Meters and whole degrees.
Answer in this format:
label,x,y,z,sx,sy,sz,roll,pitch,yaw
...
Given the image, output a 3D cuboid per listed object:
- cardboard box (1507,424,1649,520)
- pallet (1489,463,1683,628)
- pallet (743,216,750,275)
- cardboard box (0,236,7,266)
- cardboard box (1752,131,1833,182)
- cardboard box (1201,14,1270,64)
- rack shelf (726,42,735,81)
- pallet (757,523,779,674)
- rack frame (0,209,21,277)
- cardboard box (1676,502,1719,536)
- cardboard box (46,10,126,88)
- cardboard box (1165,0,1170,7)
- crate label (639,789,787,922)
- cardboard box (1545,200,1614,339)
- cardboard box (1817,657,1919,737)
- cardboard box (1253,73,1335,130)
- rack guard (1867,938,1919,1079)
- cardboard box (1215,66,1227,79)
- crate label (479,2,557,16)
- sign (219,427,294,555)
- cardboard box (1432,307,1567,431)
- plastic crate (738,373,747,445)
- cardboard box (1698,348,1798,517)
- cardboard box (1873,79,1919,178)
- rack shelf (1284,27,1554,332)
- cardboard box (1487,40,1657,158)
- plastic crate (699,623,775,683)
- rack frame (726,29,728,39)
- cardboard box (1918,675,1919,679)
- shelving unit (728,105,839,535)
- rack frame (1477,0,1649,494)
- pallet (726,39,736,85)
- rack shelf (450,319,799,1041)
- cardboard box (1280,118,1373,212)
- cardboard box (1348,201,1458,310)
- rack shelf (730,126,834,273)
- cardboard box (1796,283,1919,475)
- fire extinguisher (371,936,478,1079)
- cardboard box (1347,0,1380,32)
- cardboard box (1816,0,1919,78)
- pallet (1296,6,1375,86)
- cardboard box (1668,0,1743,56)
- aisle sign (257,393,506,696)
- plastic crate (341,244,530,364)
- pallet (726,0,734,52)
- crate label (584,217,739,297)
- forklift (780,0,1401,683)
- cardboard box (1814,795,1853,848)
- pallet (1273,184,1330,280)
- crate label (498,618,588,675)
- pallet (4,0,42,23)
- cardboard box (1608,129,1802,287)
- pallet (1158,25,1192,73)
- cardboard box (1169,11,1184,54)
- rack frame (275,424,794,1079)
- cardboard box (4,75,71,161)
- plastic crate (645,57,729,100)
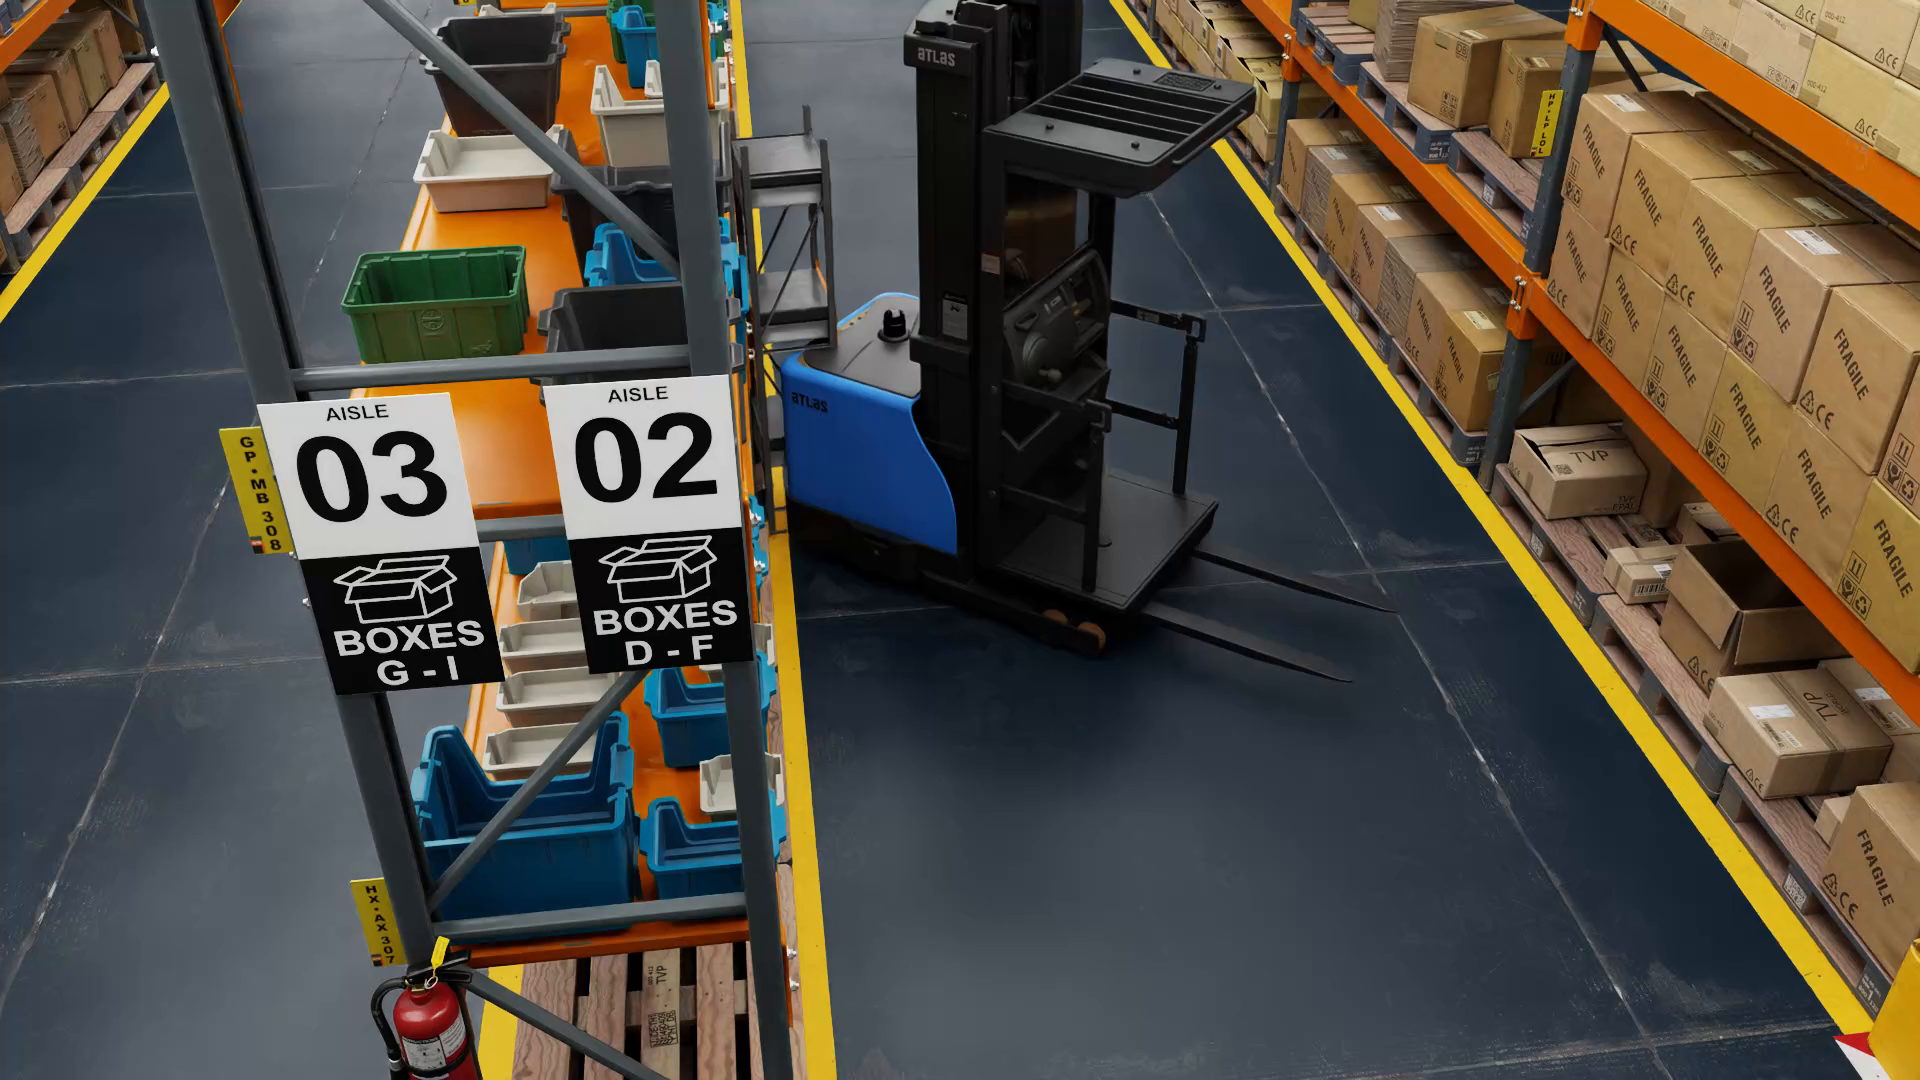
label,x,y,z,sx,sy,sz,roll,pitch,yaw
cardboard box,3.212,-0.386,8.649,0.500,0.311,0.500,-4,35,-6
pallet,3.461,-0.030,8.607,1.003,0.211,1.213,-4,35,-6
pallet,-1.930,-1.836,11.256,1.003,0.211,1.213,-4,35,-6
cardboard box,-6.913,-1.959,10.474,1.225,0.875,0.875,-6,35,-9
cardboard box,3.766,-1.472,7.270,0.500,0.500,0.500,-5,35,-7
cardboard box,2.310,-4.192,13.808,0.500,0.311,0.500,-3,34,-5
rack shelf,-2.346,-4.244,12.952,1.077,0.370,4.000,-4,35,-6
pallet,-1.402,0.367,8.024,1.003,0.211,1.213,-4,35,-6
rack frame,-6.985,-3.050,10.561,1.000,3.000,0.127,-4,35,-6
cardboard box,3.837,-0.068,8.327,0.380,0.149,0.250,-4,35,-6
cardboard box,-7.462,-4.086,13.912,0.700,0.500,0.500,-7,35,-10
cardboard box,2.102,-5.050,15.067,0.500,0.311,0.500,-4,35,-6
crate label,-0.708,0.921,4.830,0.416,0.233,0.303,-4,35,-6
cardboard box,3.168,-1.302,7.908,0.500,0.500,0.500,-4,34,-5
cardboard box,3.981,0.738,7.055,0.500,0.250,0.500,-4,35,-6
cardboard box,2.517,-3.341,12.559,0.500,0.311,0.500,-3,34,-5
rack guard,3.897,1.657,5.875,1.175,0.500,0.348,-4,35,-6
cardboard box,2.382,-3.679,13.553,0.500,0.250,0.500,-4,34,-5
crate label,-1.760,-2.028,6.633,0.293,0.136,0.466,-4,35,-6
sign,-1.544,-0.106,3.671,0.100,0.325,0.005,-4,35,-6
cardboard box,3.019,-0.968,9.336,0.500,0.500,0.500,-5,35,-7
plastic crate,-1.123,-0.500,7.010,0.437,0.125,0.590,-4,35,-6
cardboard box,3.375,-0.454,6.663,0.500,0.500,0.500,-5,35,-7
cardboard box,3.441,-1.336,5.516,0.500,0.250,0.500,-4,35,-6
rack shelf,3.100,-2.385,10.224,1.077,0.370,4.000,-4,35,-6
cardboard box,3.372,-2.441,9.206,0.700,0.500,0.500,1,34,1
plastic crate,-0.761,0.397,5.685,0.250,0.136,0.298,-4,35,-6
rack frame,-2.615,-5.657,14.387,1.000,3.000,0.127,-4,35,-6
cardboard box,3.577,0.396,5.417,0.500,0.500,0.500,-3,34,-5
shelving unit,-0.859,-1.064,8.359,0.431,2.100,0.503,-8,34,-11
rack frame,3.369,-1.566,8.384,1.000,3.000,0.127,-4,35,-6
pallet,-2.471,-4.069,14.534,1.003,0.211,1.213,-4,35,-6
rack shelf,-1.270,0.221,6.401,1.077,0.370,4.000,-4,35,-6
cardboard box,2.610,-2.671,11.835,0.500,0.500,0.500,-3,34,-4
cardboard box,2.823,-1.808,10.569,0.500,0.500,0.500,-5,35,-8
rack shelf,-0.860,-1.638,7.982,0.431,0.518,0.480,-8,34,-11
cardboard box,3.432,-0.586,5.970,0.500,0.500,0.500,-3,34,-5
fire extinguisher,-1.431,1.344,4.514,0.296,0.674,0.183,-4,35,-6
cardboard box,3.028,-3.670,11.010,0.700,0.500,0.500,-16,37,-22
cardboard box,3.381,-1.822,5.786,0.500,0.250,0.500,-4,35,-6
pallet,2.992,-3.346,11.166,1.213,0.211,1.003,-4,35,-6
cardboard box,3.253,-2.174,6.746,0.500,0.250,0.500,-4,35,-6
aisle sign,-1.282,0.028,3.738,0.394,0.787,0.004,-4,35,-6
plastic crate,-1.417,-0.641,4.552,0.450,0.188,0.336,-4,35,-6
pallet,-2.664,-4.883,15.727,1.003,0.211,1.213,-4,35,-6
crate label,-0.805,-0.678,4.550,0.408,0.251,0.502,-4,35,-6
forklift,0.630,-0.995,7.608,3.031,2.935,1.130,19,39,25
cardboard box,3.625,1.138,6.542,0.380,0.166,0.250,-4,35,-6
pallet,2.894,-2.226,11.829,1.003,0.211,1.213,-4,35,-6
crate label,-1.377,0.366,5.730,0.396,0.136,0.243,-4,35,-6
pallet,-7.292,-4.072,12.232,1.003,0.211,1.213,-4,35,-6
cardboard box,3.224,-1.448,7.235,0.500,0.500,0.500,-5,35,-8
pallet,2.431,-4.470,15.121,1.003,0.211,1.213,-4,35,-6
cardboard box,2.170,-4.538,14.814,0.500,0.250,0.500,-4,34,-5
rack frame,-1.001,1.039,4.561,1.000,3.000,0.127,-4,35,-6
cardboard box,-7.266,-3.195,12.604,0.700,0.500,0.500,-2,34,-2
plastic crate,-0.991,-1.642,6.067,0.293,0.136,0.466,-4,35,-6
